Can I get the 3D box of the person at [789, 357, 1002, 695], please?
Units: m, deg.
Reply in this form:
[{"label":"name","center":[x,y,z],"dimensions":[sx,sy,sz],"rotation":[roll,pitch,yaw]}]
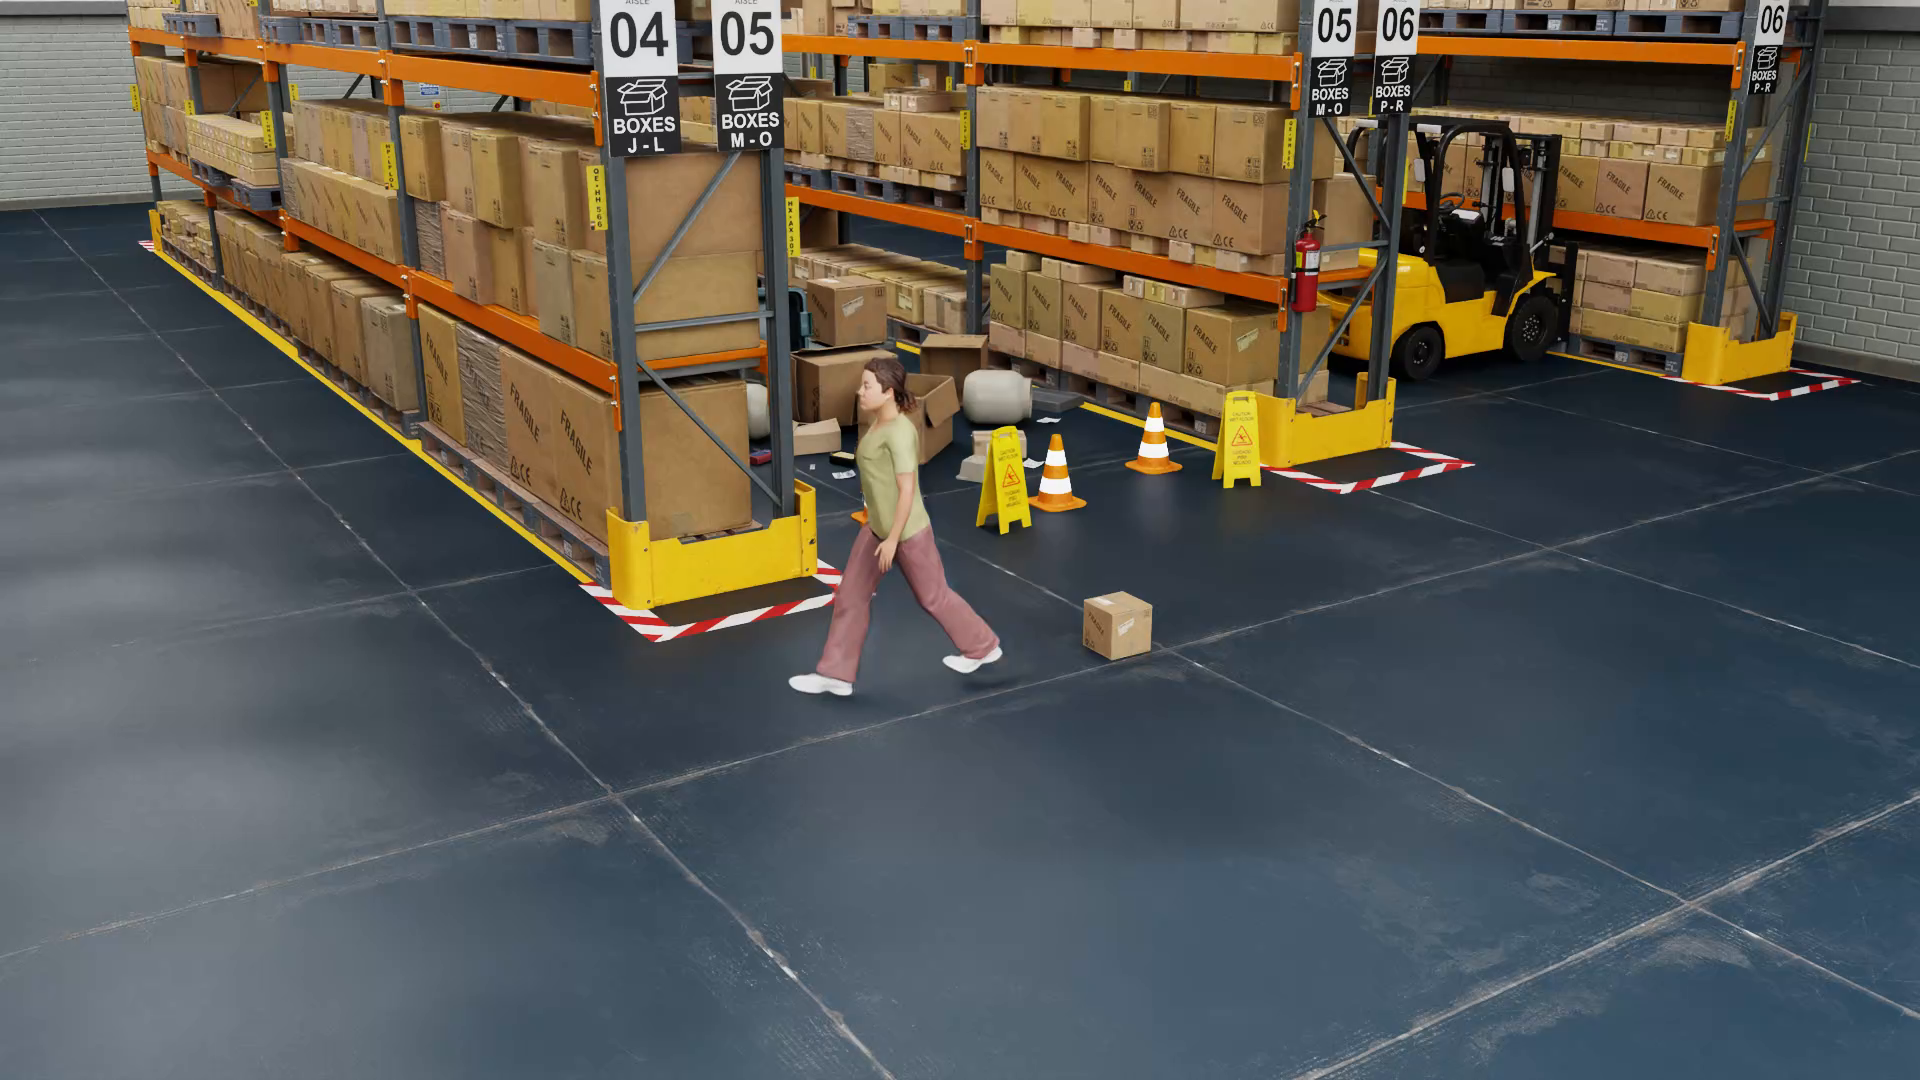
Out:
[{"label":"person","center":[-0.285,-0.053,7.756],"dimensions":[1.053,1.615,0.464],"rotation":[-7,20,-21]}]
